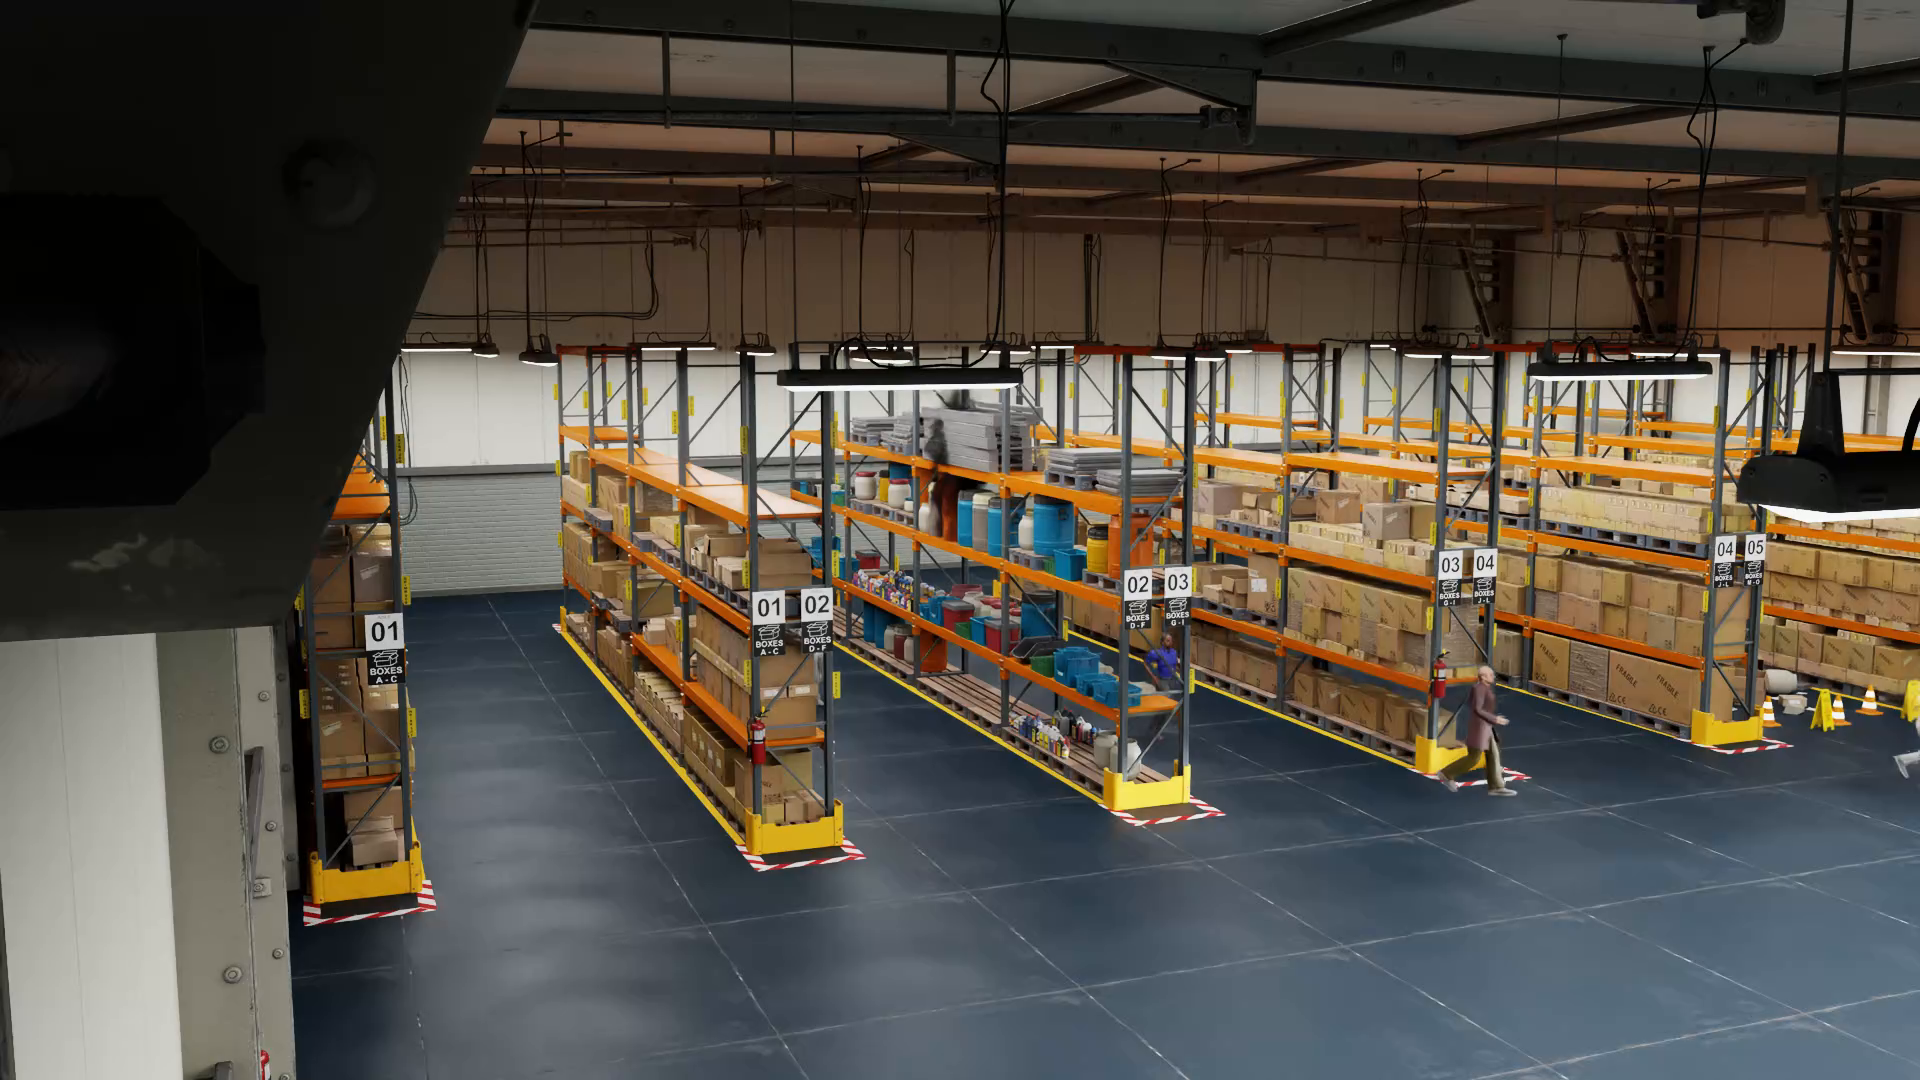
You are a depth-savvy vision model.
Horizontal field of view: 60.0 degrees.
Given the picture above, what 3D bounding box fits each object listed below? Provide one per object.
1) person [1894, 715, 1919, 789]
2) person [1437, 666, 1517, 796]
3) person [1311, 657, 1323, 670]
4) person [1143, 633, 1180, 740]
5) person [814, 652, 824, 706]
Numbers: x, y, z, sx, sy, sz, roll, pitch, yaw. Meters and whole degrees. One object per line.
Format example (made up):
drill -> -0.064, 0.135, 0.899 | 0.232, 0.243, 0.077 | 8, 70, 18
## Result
person -> 13.249, 2.579, 22.845 | 0.643, 1.770, 0.675 | 5, 9, 36
person -> 7.034, 2.576, 22.520 | 1.040, 1.757, 0.706 | 3, 8, 24
person -> 6.714, 1.760, 30.391 | 0.617, 1.527, 0.733 | -4, 8, -28
person -> 3.190, 2.265, 25.753 | 0.552, 1.662, 0.686 | -6, 9, -40
person -> -2.388, 2.005, 27.988 | 0.605, 1.612, 0.682 | -4, 9, -32
